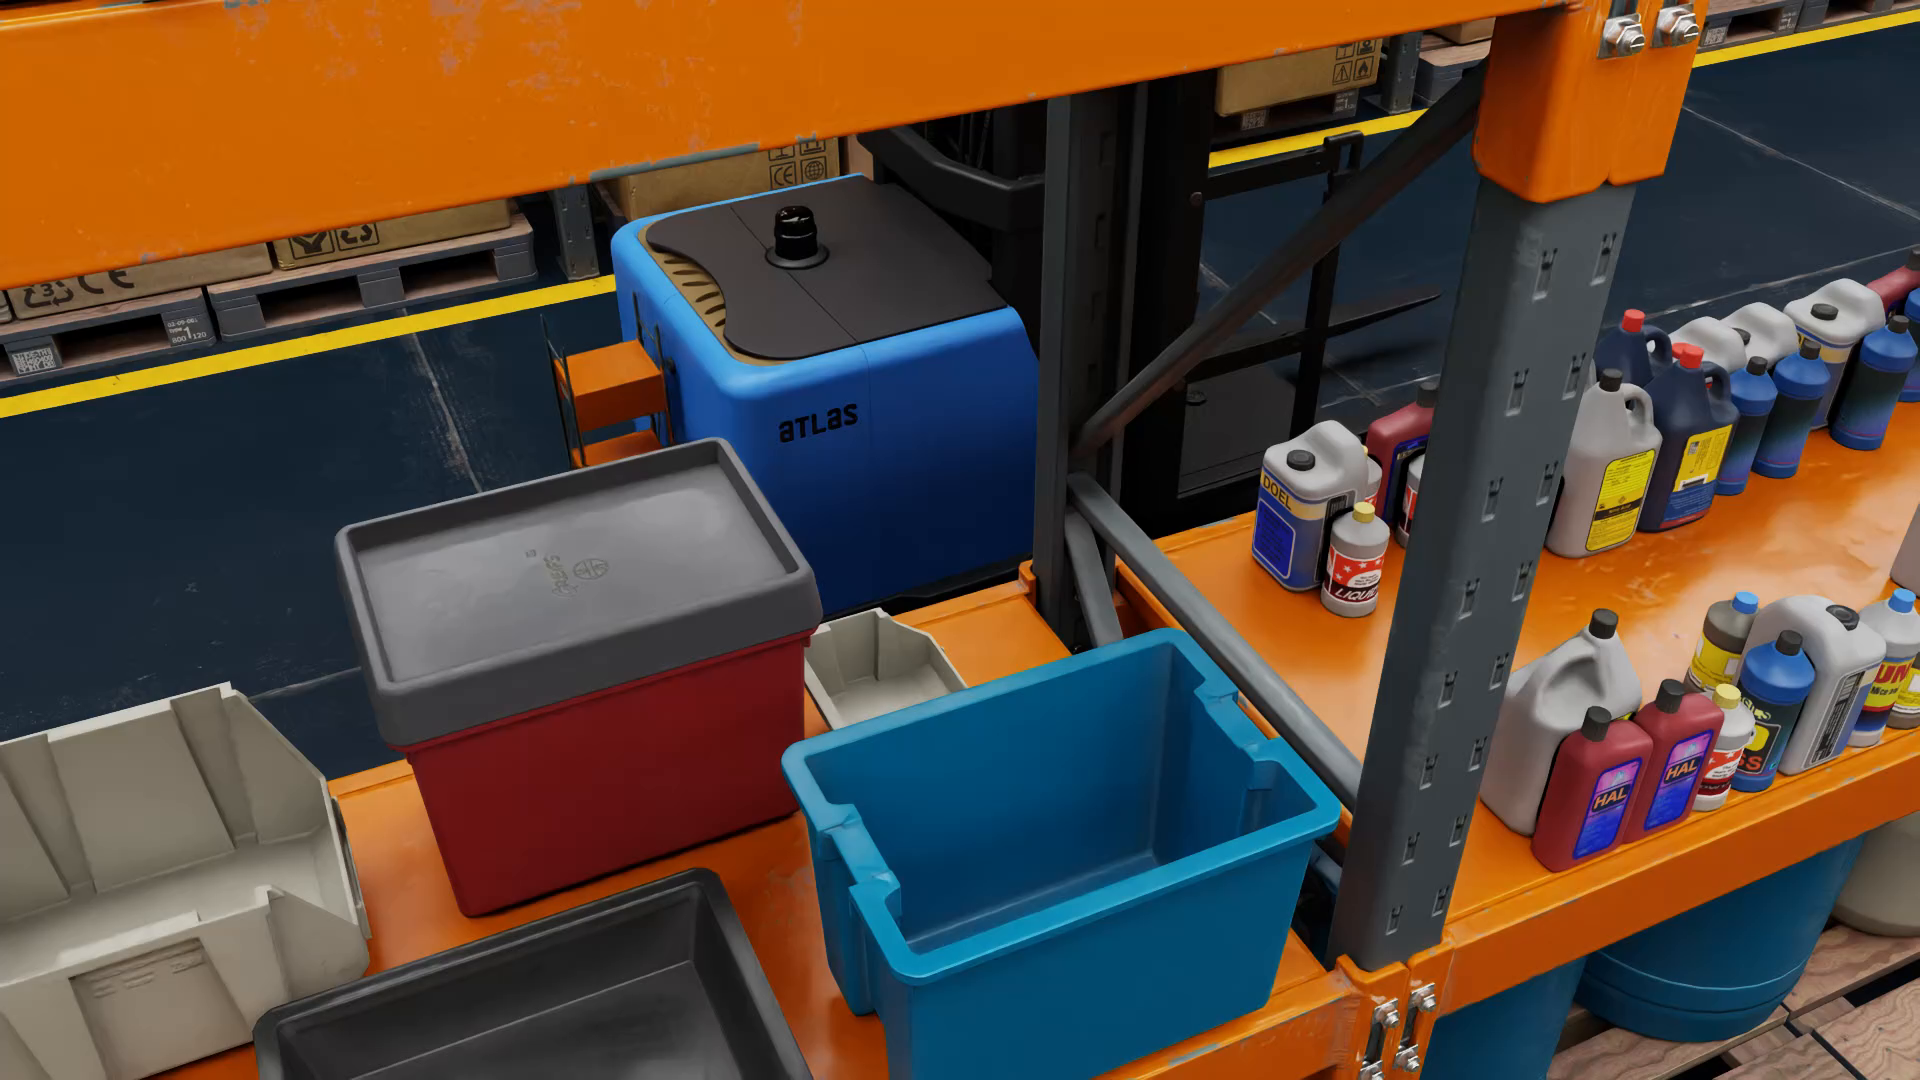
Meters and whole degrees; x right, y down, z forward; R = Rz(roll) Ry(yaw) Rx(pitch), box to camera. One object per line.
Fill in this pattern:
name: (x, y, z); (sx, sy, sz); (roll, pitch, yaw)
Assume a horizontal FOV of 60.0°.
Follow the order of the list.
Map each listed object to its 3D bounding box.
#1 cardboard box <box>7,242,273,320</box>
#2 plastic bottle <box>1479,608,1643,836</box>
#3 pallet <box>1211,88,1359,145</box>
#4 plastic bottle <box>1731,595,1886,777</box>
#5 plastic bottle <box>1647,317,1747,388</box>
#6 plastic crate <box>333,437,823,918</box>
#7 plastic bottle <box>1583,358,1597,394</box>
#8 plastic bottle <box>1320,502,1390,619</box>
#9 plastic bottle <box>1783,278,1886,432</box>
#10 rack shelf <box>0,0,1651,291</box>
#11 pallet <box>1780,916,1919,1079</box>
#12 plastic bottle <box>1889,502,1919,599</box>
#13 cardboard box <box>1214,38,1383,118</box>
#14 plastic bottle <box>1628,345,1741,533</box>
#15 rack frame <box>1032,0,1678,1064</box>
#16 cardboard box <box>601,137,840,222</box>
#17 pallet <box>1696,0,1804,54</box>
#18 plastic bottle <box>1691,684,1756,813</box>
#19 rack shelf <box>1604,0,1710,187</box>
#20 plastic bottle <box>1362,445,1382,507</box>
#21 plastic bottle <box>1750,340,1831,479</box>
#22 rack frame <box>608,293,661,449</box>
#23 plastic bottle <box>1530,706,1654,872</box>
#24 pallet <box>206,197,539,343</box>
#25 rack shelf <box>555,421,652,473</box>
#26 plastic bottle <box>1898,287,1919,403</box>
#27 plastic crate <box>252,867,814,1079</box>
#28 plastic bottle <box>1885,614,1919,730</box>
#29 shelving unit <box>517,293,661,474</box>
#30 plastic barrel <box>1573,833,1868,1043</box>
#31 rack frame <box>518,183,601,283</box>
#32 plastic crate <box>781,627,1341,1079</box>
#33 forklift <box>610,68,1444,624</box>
cardboard box: (-3.158, -1.476, 6.154); (0.875, 0.875, 0.875); (-16, 39, -20)
plastic bottle: (0.886, 0.253, 2.432); (0.185, 0.351, 0.144); (-16, 39, -20)
pallet: (1.164, -2.246, 8.102); (1.213, 0.211, 1.003); (-16, 39, -20)
plastic bottle: (1.305, 0.204, 2.562); (0.135, 0.276, 0.152); (-16, 39, -20)
plastic bottle: (1.400, -0.286, 3.222); (0.135, 0.276, 0.152); (-16, 39, -20)
plastic crate: (-0.522, 0.199, 2.360); (0.583, 0.464, 0.402); (-16, 39, -20)
plastic bottle: (1.086, -0.231, 3.085); (0.185, 0.351, 0.144); (-16, 39, -20)
plastic bottle: (0.682, 0.026, 2.863); (0.097, 0.201, 0.097); (0, 37, 0)
plastic bottle: (1.731, -0.379, 3.347); (0.135, 0.276, 0.152); (-16, 39, -20)
rack shelf: (-1.417, -0.251, 1.157); (4.000, 0.370, 1.077); (-16, 39, -20)
pallet: (2.215, 0.794, 4.002); (1.213, 0.211, 1.003); (-16, 39, -20)
plastic bottle: (1.747, -0.020, 2.863); (0.135, 0.276, 0.152); (-16, 39, -20)
cardboard box: (1.276, -2.677, 7.773); (0.875, 0.875, 1.225); (-17, 40, -22)
plastic bottle: (1.315, -0.200, 3.043); (0.185, 0.351, 0.144); (-16, 39, -20)
rack frame: (0.393, 0.158, 2.519); (0.127, 3.000, 1.000); (-16, 39, -20)
cardboard box: (-1.141, -2.001, 6.861); (0.875, 0.875, 1.225); (-15, 39, -20)
pallet: (3.720, -2.909, 8.995); (1.213, 0.211, 1.003); (-16, 39, -20)
plastic bottle: (1.124, 0.302, 2.491); (0.097, 0.201, 0.097); (0, 37, 0)
rack shelf: (2.204, -1.264, 2.522); (4.000, 0.370, 1.077); (-16, 39, -20)
plastic bottle: (0.706, -0.080, 3.007); (0.097, 0.201, 0.097); (0, 37, 0)
plastic bottle: (1.591, -0.256, 3.185); (0.097, 0.271, 0.097); (0, 37, 0)
rack frame: (-0.832, -0.180, 4.582); (0.008, 1.050, 0.200); (-20, 41, -18)
plastic bottle: (0.906, 0.342, 2.369); (0.133, 0.283, 0.061); (-16, 39, -20)
pallet: (-2.433, -1.243, 6.748); (1.213, 0.211, 1.003); (-16, 39, -20)
rack shelf: (-0.940, -0.132, 4.550); (0.240, 0.259, 0.215); (-20, 41, -18)
plastic bottle: (1.971, -0.422, 3.409); (0.097, 0.271, 0.097); (0, 37, 0)
plastic crate: (-0.506, 0.673, 2.006); (0.590, 0.125, 0.437); (-16, 39, -20)
plastic bottle: (1.510, 0.194, 2.637); (0.097, 0.201, 0.097); (0, 37, 0)
shelving unit: (-0.940, -0.140, 4.543); (0.252, 1.050, 0.215); (-20, 41, -18)
plastic barrel: (1.534, 0.525, 3.434); (0.708, 0.901, 0.600); (-16, 39, -20)
rack frame: (-1.711, -2.513, 6.120); (0.127, 3.000, 1.000); (-16, 39, -20)
plastic crate: (0.115, 0.443, 2.098); (0.575, 0.384, 0.392); (-16, 39, -20)
forklift: (0.559, -1.349, 4.609); (3.031, 2.935, 1.130); (-17, 40, -22)
